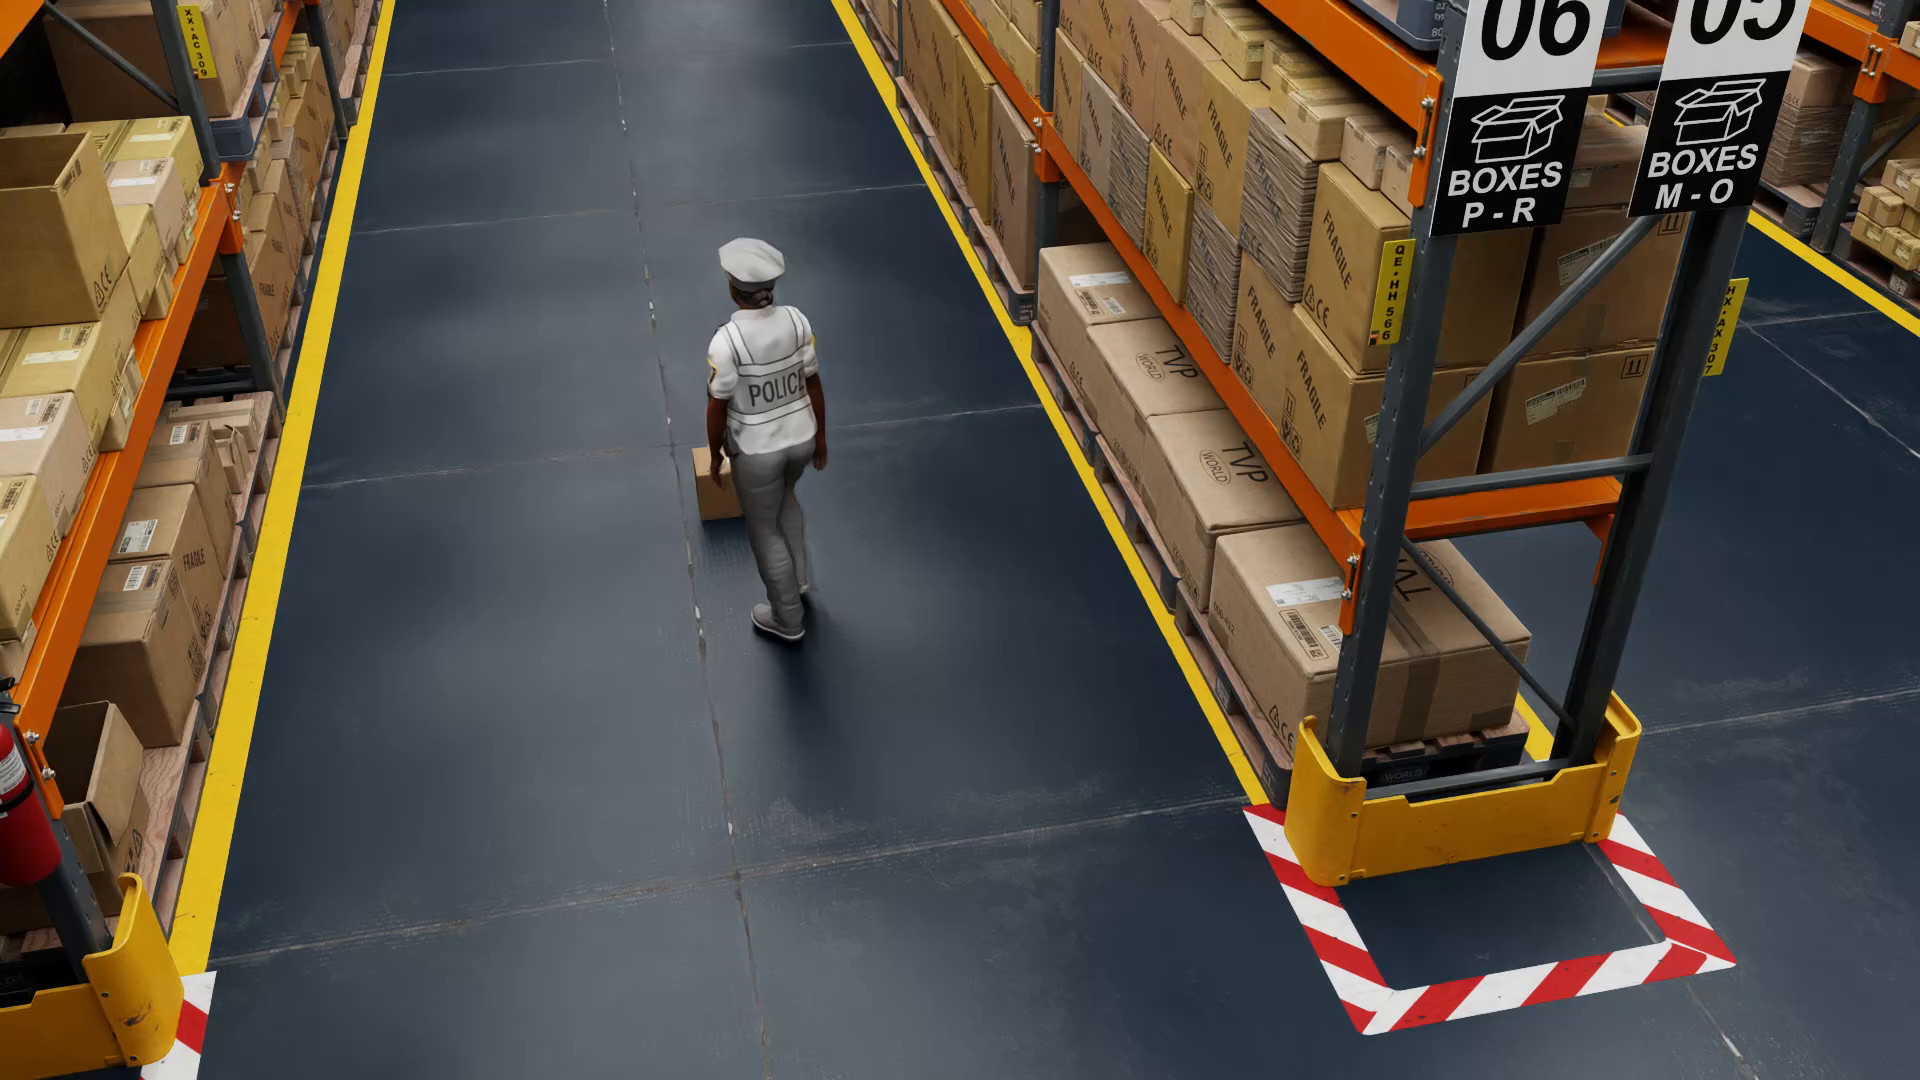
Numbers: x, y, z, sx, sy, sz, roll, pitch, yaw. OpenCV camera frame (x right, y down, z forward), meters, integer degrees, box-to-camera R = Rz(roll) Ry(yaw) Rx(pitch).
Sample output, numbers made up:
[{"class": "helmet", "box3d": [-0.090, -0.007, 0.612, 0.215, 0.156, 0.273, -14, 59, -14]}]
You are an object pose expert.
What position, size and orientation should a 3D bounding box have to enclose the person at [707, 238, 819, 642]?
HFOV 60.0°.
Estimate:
[{"class": "person", "box3d": [-0.744, -0.359, 6.656, 0.429, 1.710, 0.420, -28, 44, -35]}]
